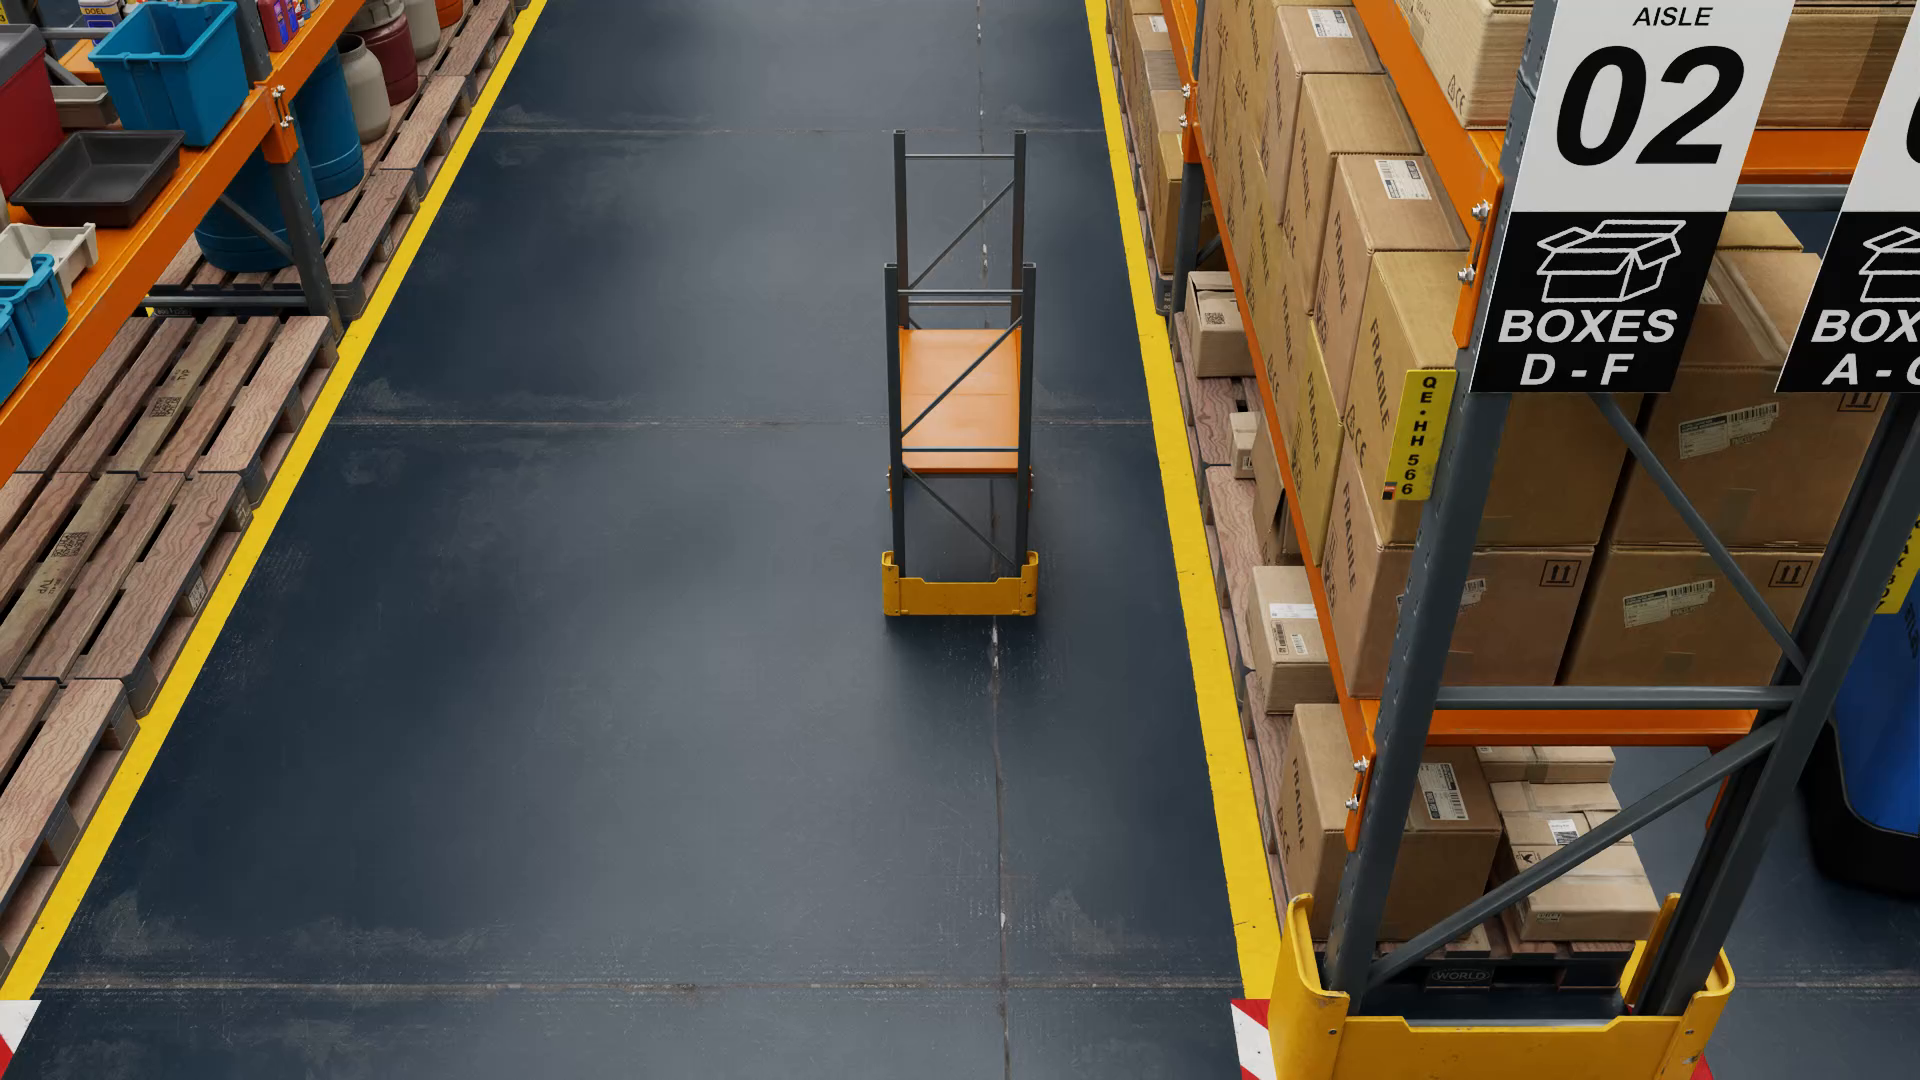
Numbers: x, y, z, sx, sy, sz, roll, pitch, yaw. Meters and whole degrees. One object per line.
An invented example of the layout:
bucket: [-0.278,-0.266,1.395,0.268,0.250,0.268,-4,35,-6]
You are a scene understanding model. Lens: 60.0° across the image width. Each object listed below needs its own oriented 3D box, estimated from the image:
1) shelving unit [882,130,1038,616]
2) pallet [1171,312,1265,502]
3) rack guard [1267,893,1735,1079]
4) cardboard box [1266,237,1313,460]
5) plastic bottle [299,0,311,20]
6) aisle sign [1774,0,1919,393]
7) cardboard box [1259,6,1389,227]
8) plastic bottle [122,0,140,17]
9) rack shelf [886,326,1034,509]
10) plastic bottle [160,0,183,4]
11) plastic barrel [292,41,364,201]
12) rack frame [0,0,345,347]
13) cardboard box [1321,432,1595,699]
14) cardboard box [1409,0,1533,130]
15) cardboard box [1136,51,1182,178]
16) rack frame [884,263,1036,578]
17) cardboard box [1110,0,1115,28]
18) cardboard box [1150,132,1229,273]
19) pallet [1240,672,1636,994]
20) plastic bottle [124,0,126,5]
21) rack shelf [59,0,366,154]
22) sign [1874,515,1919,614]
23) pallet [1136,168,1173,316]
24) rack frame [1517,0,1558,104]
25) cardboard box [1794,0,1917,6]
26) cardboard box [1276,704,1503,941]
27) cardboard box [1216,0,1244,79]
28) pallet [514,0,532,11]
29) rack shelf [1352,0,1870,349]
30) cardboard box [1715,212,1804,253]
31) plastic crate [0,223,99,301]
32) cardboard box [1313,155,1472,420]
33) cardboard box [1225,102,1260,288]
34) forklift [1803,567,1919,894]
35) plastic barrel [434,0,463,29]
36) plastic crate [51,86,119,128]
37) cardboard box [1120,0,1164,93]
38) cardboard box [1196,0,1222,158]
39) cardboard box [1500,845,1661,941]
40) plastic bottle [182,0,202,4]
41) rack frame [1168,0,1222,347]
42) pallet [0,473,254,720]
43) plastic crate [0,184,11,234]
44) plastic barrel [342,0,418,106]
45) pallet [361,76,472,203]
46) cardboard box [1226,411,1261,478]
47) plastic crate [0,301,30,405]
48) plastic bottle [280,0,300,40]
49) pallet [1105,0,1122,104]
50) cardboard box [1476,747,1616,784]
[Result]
shelving unit: [0.000,-0.633,6.340,0.587,1.500,1.083,0,39,0]
pallet: [1.498,-0.609,7.342,1.003,0.211,1.213,0,39,0]
rack guard: [1.502,1.302,4.725,1.175,0.500,0.348,0,39,0]
cardboard box: [1.230,-0.581,4.997,0.500,0.500,0.500,0,39,0]
plastic bottle: [-3.048,-2.522,7.601,0.097,0.271,0.097,0,39,0]
aisle sign: [1.796,-0.598,3.018,0.394,0.787,0.004,0,39,0]
cardboard box: [1.220,-1.294,5.087,0.500,0.500,0.500,1,39,1]
plastic bottle: [-3.655,-2.306,7.388,0.097,0.201,0.097,0,39,0]
rack shelf: [0.000,-0.498,6.460,0.538,0.185,1.000,0,39,0]
plastic bottle: [-3.655,-2.535,7.673,0.097,0.201,0.097,0,39,0]
plastic barrel: [-3.440,-2.254,8.506,0.600,0.901,0.708,0,39,0]
rack frame: [-3.456,-2.126,7.004,1.000,3.000,0.127,0,39,0]
cardboard box: [1.230,0.055,4.202,0.500,0.500,0.500,1,39,1]
cardboard box: [1.238,-1.059,3.394,0.500,0.250,0.500,0,39,0]
cardboard box: [1.218,-2.255,8.812,0.500,0.500,0.500,0,39,1]
rack frame: [0.000,-0.321,5.951,0.500,1.500,0.032,0,39,0]
cardboard box: [1.208,-3.540,10.416,0.500,0.500,0.500,2,39,2]
cardboard box: [1.211,-1.632,8.035,0.500,0.500,0.500,0,39,0]
pallet: [1.500,0.916,5.438,1.003,0.211,1.213,0,39,0]
plastic bottle: [-3.825,-2.471,7.528,0.061,0.283,0.133,0,39,0]
rack shelf: [-3.458,-3.096,8.790,1.077,0.370,4.000,0,39,0]
sign: [2.045,0.036,3.614,0.100,0.325,0.005,0,39,0]
pallet: [1.459,-1.548,8.512,1.003,0.211,1.213,0,39,0]
rack frame: [1.502,-1.967,2.008,1.000,3.000,0.127,0,39,0]
cardboard box: [1.762,-1.254,3.238,0.500,0.250,0.500,0,39,0]
cardboard box: [1.255,0.838,4.953,0.500,0.500,0.500,0,39,0]
cardboard box: [1.218,-1.939,5.891,0.500,0.500,0.500,-1,39,-1]
pallet: [-3.422,-4.024,11.602,1.003,0.211,1.213,0,39,0]
rack shelf: [1.500,-1.766,4.732,1.077,0.370,4.000,0,39,0]
cardboard box: [1.757,-0.660,4.295,0.500,0.500,0.500,0,39,0]
plastic crate: [-3.153,-0.958,5.709,0.293,0.136,0.466,0,39,0]
cardboard box: [1.225,-0.649,4.282,0.500,0.500,0.500,1,39,1]
cardboard box: [1.228,-1.214,5.787,0.500,0.500,0.500,0,39,0]
forklift: [3.698,-0.832,5.444,1.130,2.935,3.031,11,40,13]
plastic barrel: [-3.443,-3.638,10.291,0.600,0.830,0.708,0,39,0]
plastic crate: [-3.598,-1.755,6.705,0.396,0.136,0.243,0,39,0]
cardboard box: [1.210,-2.899,9.616,0.500,0.500,0.500,-1,39,-1]
cardboard box: [1.226,-1.847,6.576,0.500,0.500,0.500,1,39,1]
cardboard box: [1.846,1.053,4.965,0.380,0.149,0.250,0,39,0]
plastic bottle: [-3.640,-2.681,7.737,0.144,0.351,0.185,0,39,0]
rack frame: [1.498,-2.127,7.006,1.000,3.000,0.127,0,39,0]
pallet: [-3.412,0.187,6.348,1.003,0.211,1.213,0,39,0]
plastic crate: [-3.638,-1.148,5.831,0.437,0.282,0.530,0,39,0]
plastic barrel: [-3.441,-2.838,9.485,0.600,0.588,0.708,0,39,0]
pallet: [-3.419,-2.285,9.433,1.003,0.211,1.213,0,39,0]
cardboard box: [1.293,-0.390,6.751,0.380,0.166,0.250,0,39,0]
plastic crate: [-3.124,-0.561,5.137,0.416,0.233,0.300,0,39,0]
plastic bottle: [-3.030,-2.393,7.431,0.061,0.283,0.133,0,39,0]
pallet: [1.456,-3.073,10.417,1.003,0.211,1.213,0,39,0]
cardboard box: [1.785,0.623,5.421,0.500,0.250,0.500,0,39,0]
